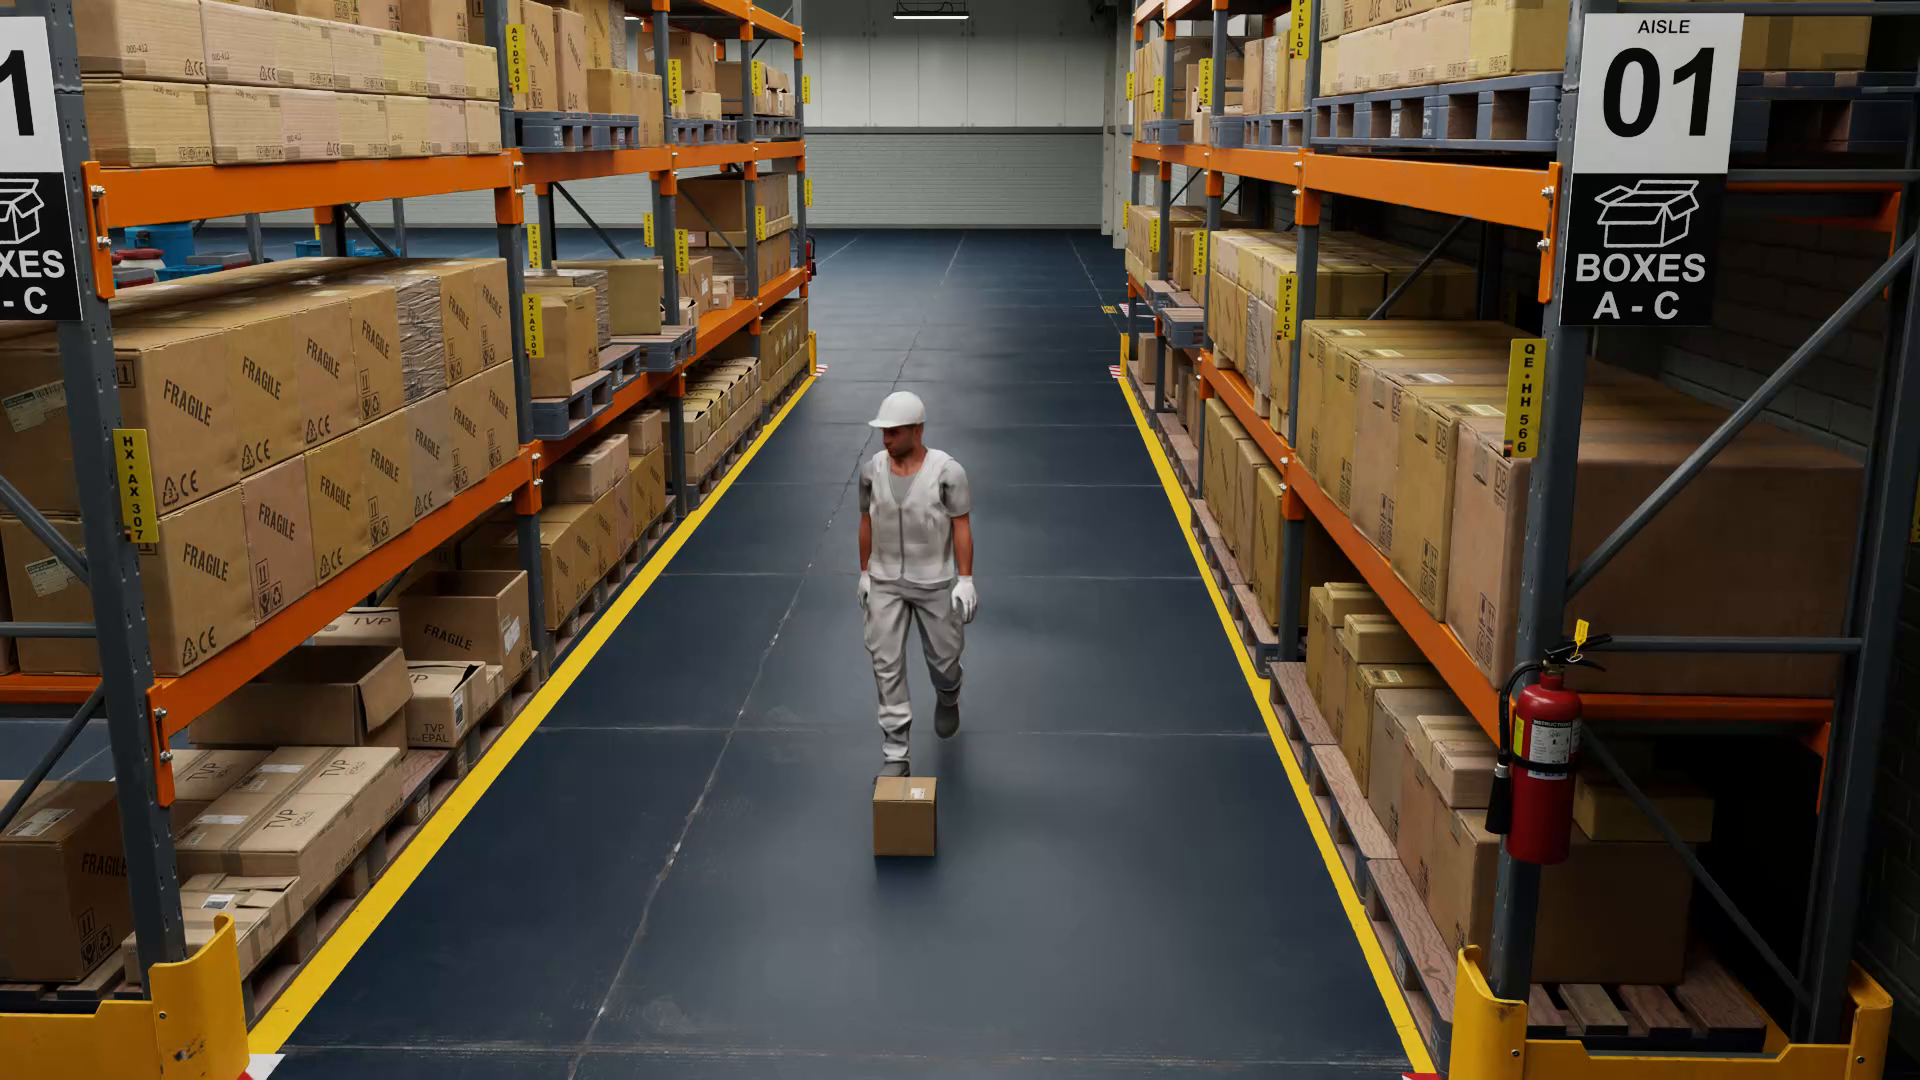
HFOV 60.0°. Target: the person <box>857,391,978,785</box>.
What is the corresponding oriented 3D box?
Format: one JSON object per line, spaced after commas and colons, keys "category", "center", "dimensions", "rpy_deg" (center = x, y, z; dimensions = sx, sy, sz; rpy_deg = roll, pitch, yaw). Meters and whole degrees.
{"category": "person", "center": [-0.202, 0.197, 7.628], "dimensions": [0.596, 1.772, 0.840], "rpy_deg": [3, 14, 12]}
